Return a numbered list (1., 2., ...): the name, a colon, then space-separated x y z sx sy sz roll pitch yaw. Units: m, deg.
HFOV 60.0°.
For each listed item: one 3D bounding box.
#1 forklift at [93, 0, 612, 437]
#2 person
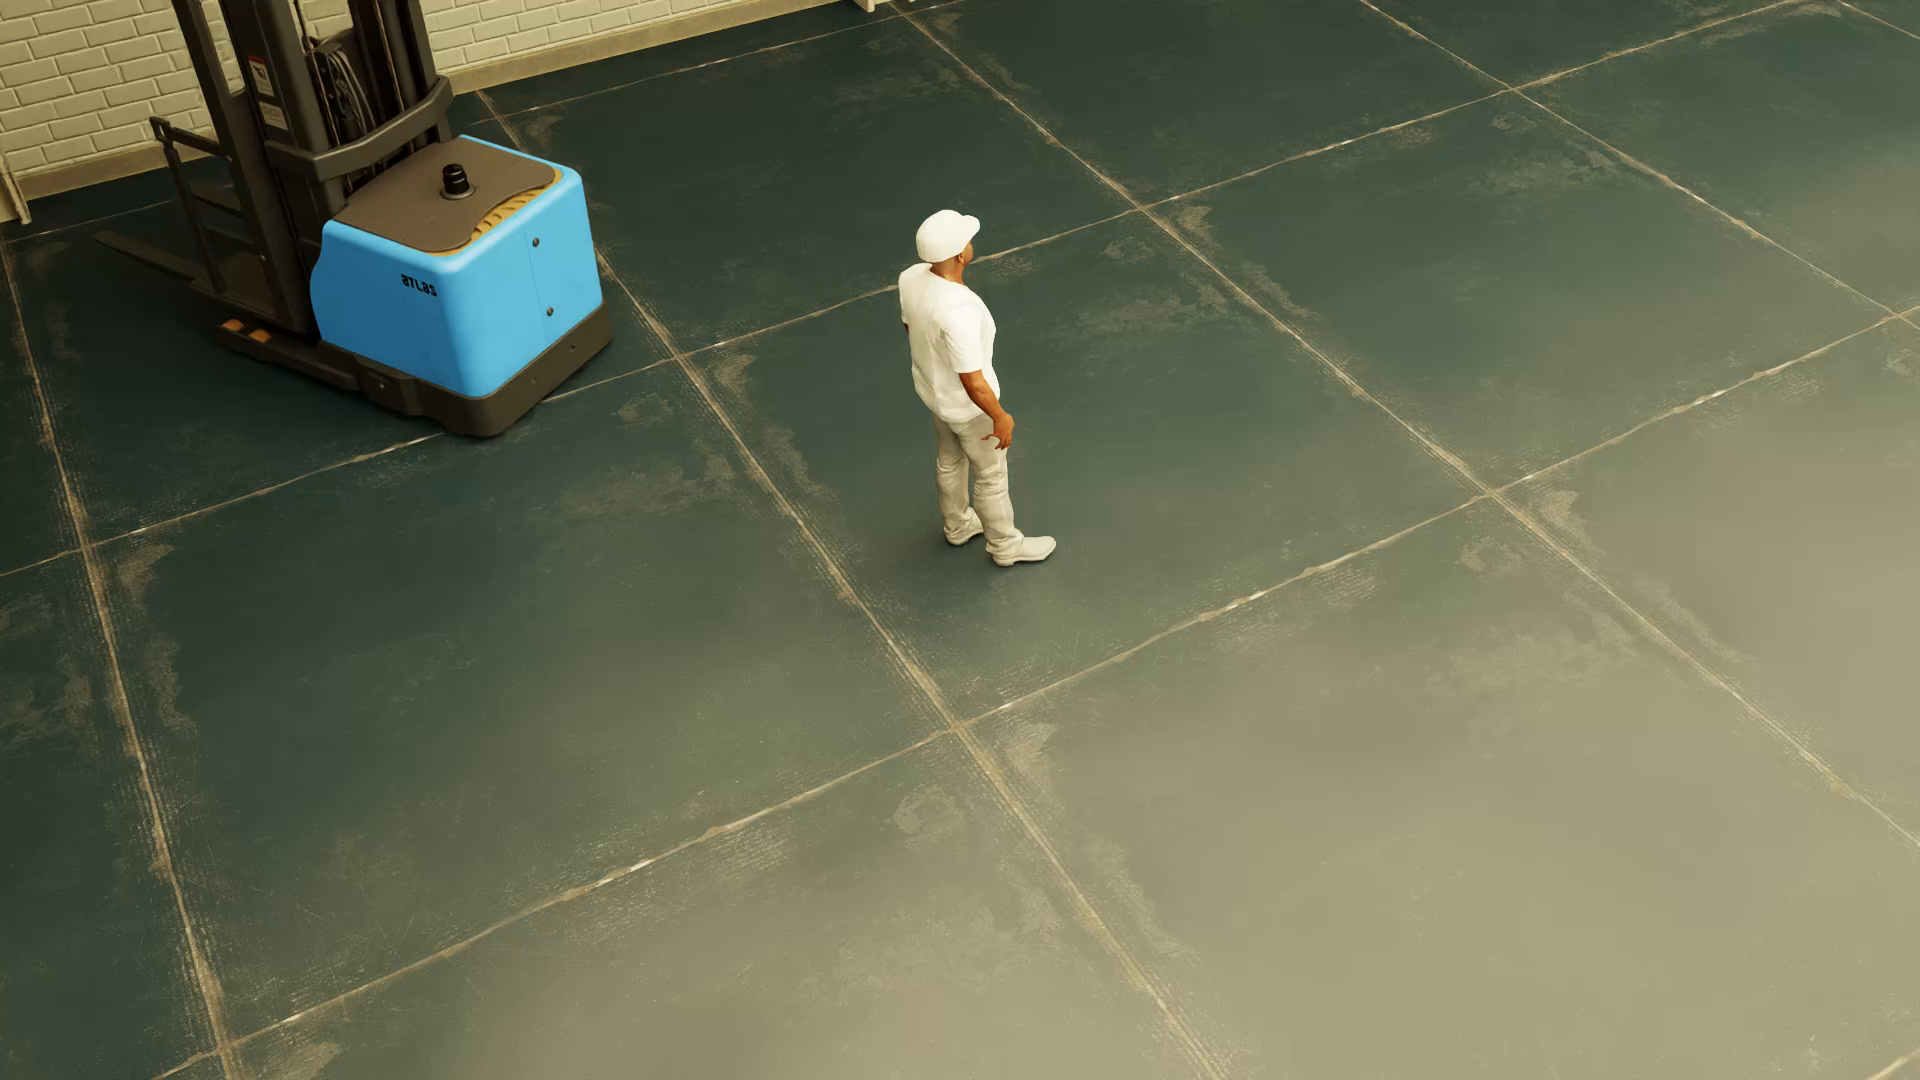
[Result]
1. forklift: -3.406 -2.321 8.201 3.031 2.935 1.130 21 47 21
2. person: 0.063 -0.673 7.269 0.577 1.765 0.666 -21 47 -21
